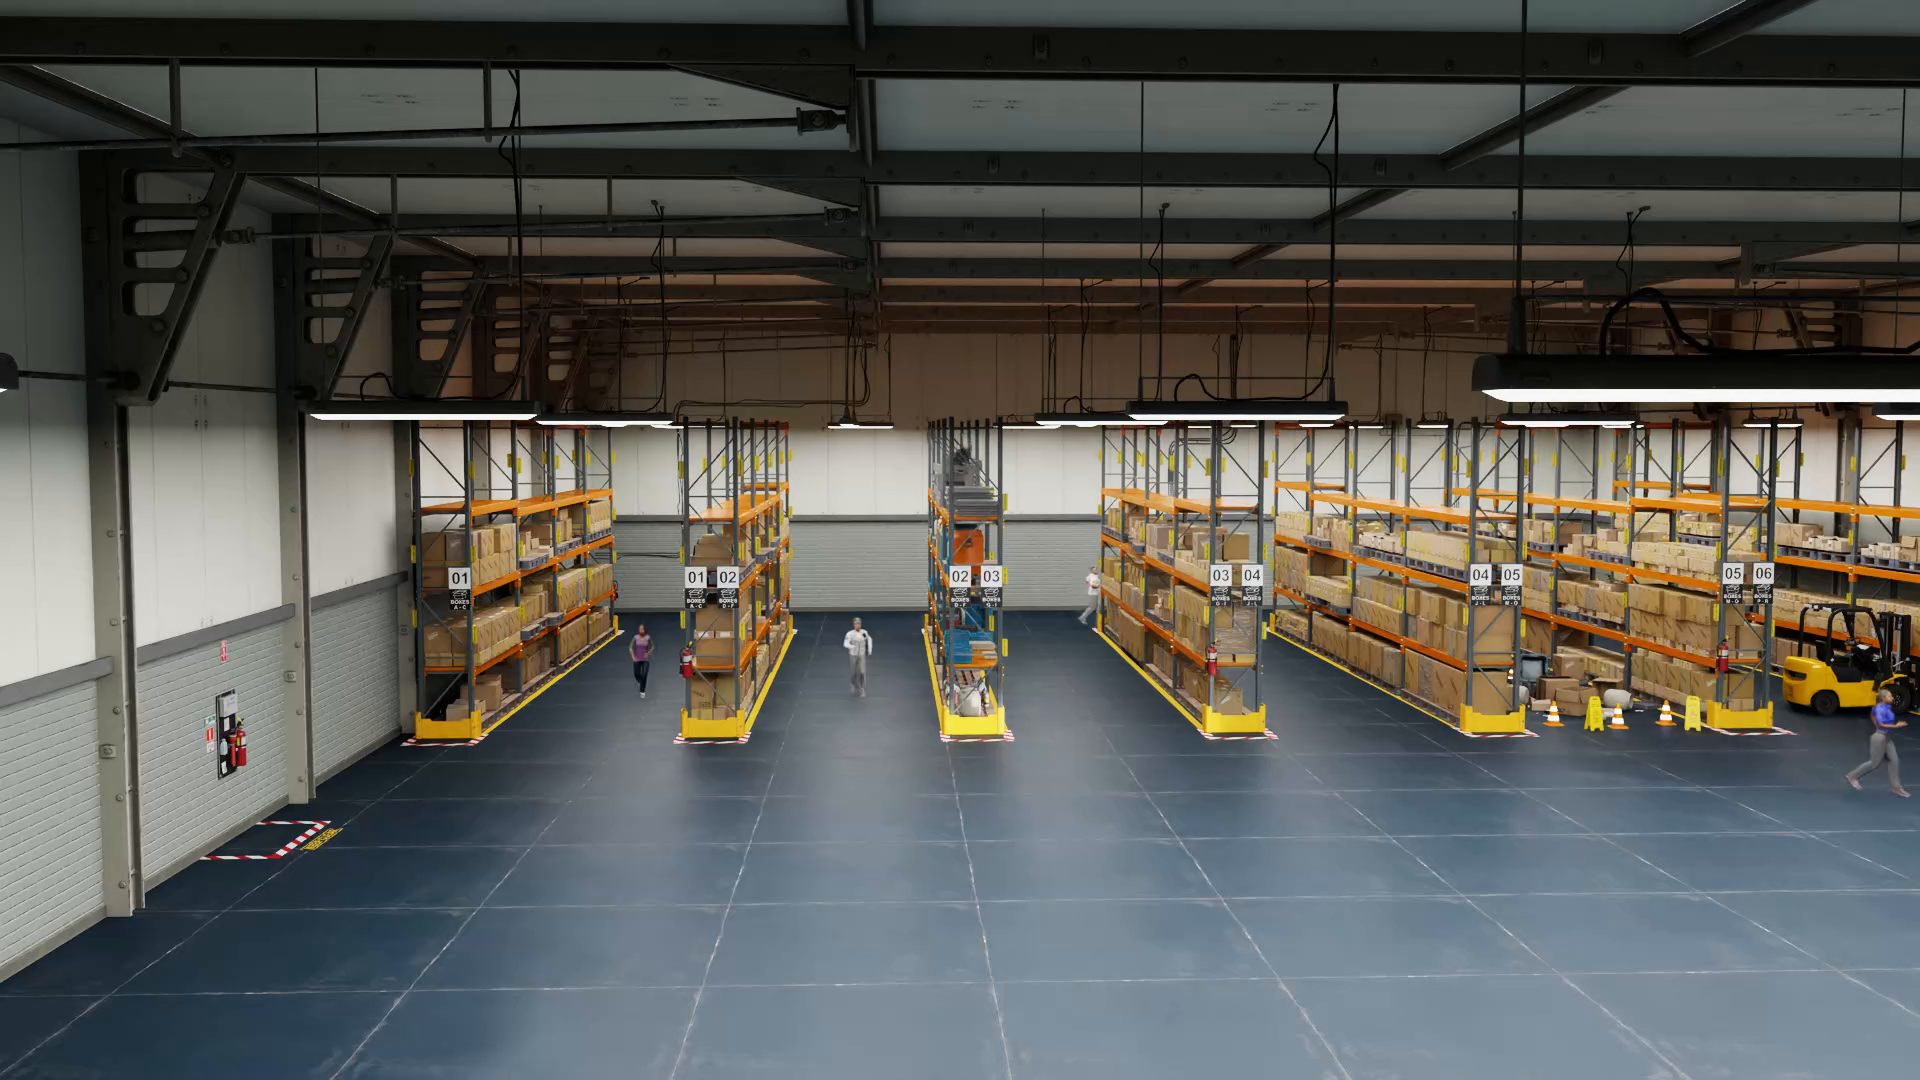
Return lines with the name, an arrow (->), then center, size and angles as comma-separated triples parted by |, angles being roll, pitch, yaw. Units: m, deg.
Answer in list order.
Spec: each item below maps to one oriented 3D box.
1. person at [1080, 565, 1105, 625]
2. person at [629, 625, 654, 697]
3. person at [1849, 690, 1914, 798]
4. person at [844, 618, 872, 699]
person -> 3.991, 1.623, 48.859 | 0.940, 1.773, 0.669 | 1, 4, 8
person -> -6.871, 2.606, 35.848 | 0.540, 1.563, 0.549 | 0, 4, -6
person -> 14.501, 3.170, 26.112 | 0.900, 1.649, 0.602 | 3, 5, 40
person -> -2.199, 2.542, 35.929 | 0.631, 1.760, 0.751 | -1, 4, -12
